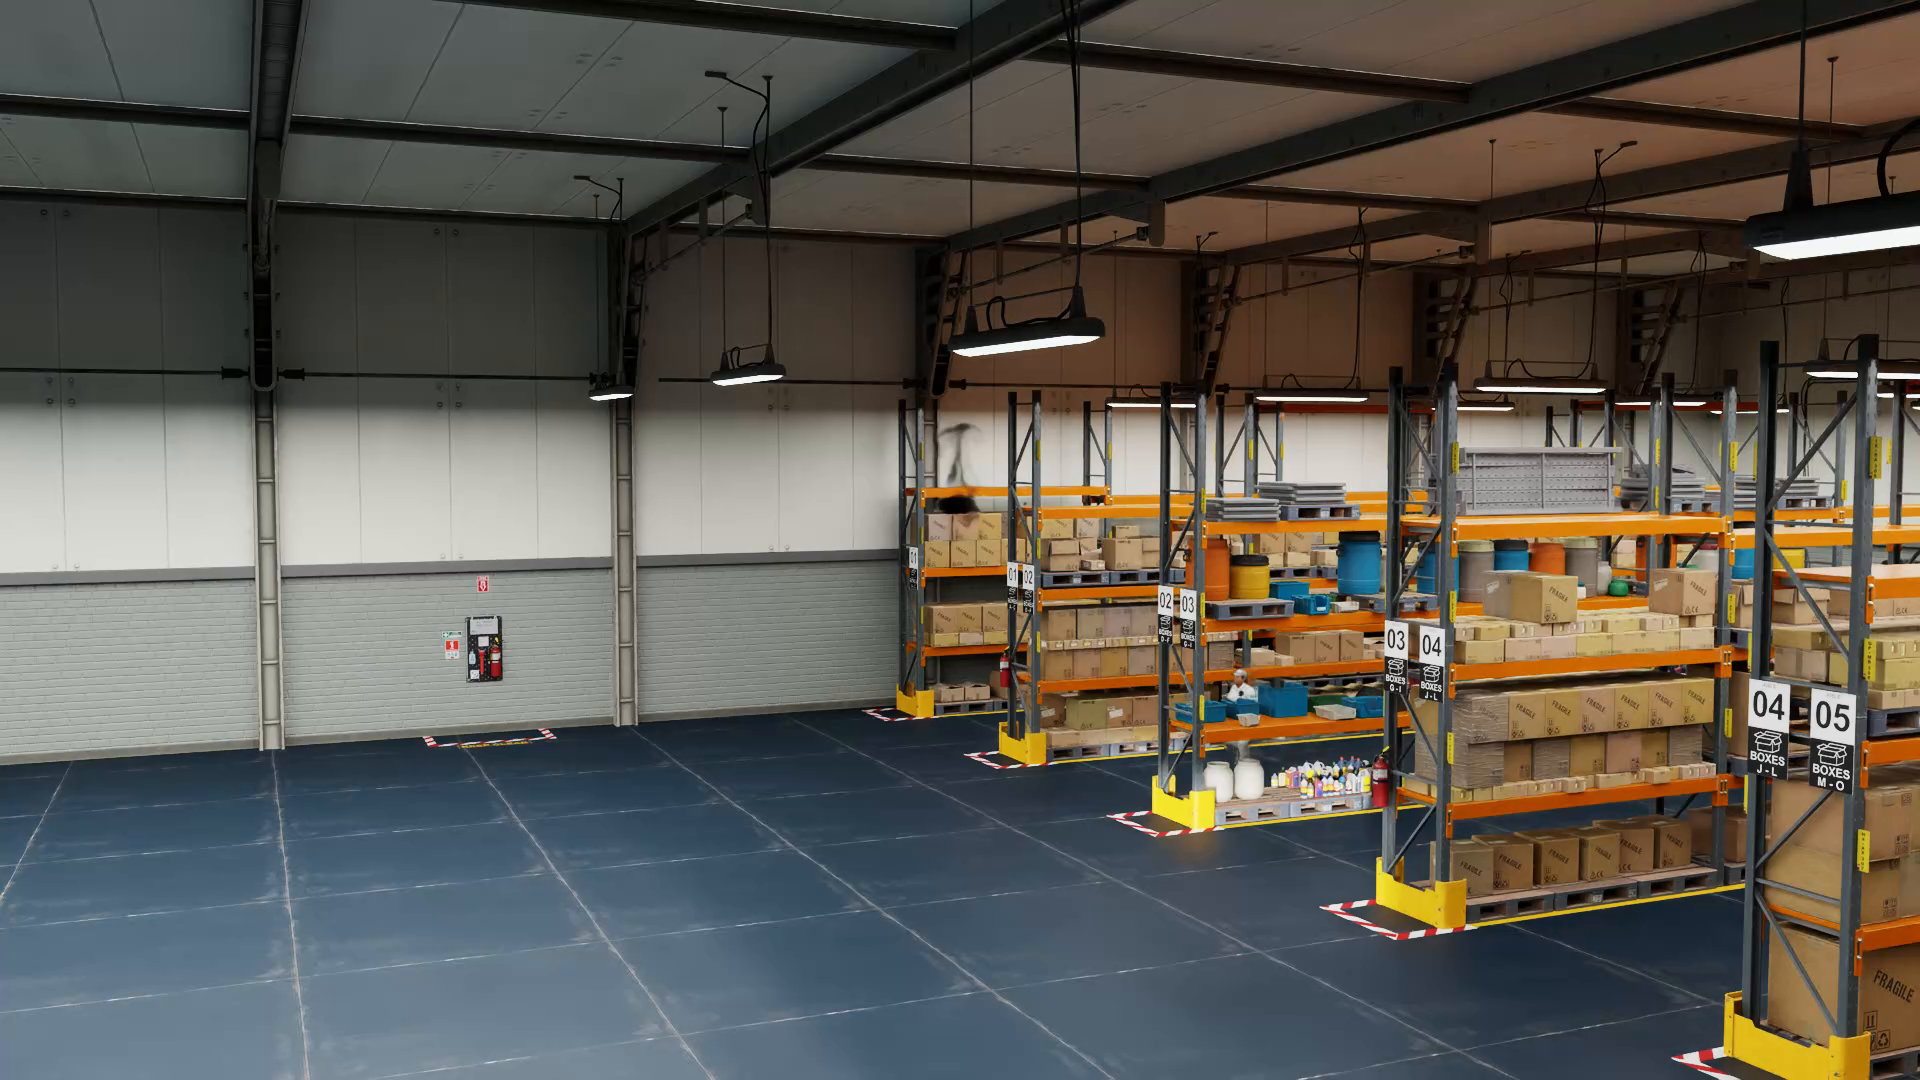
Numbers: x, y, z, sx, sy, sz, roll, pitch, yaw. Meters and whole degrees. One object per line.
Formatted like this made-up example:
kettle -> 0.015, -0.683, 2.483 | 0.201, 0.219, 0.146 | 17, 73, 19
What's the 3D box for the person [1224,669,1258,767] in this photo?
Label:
person -> 4.371, 2.832, 25.957 | 0.558, 1.636, 0.591 | -3, 4, -40
